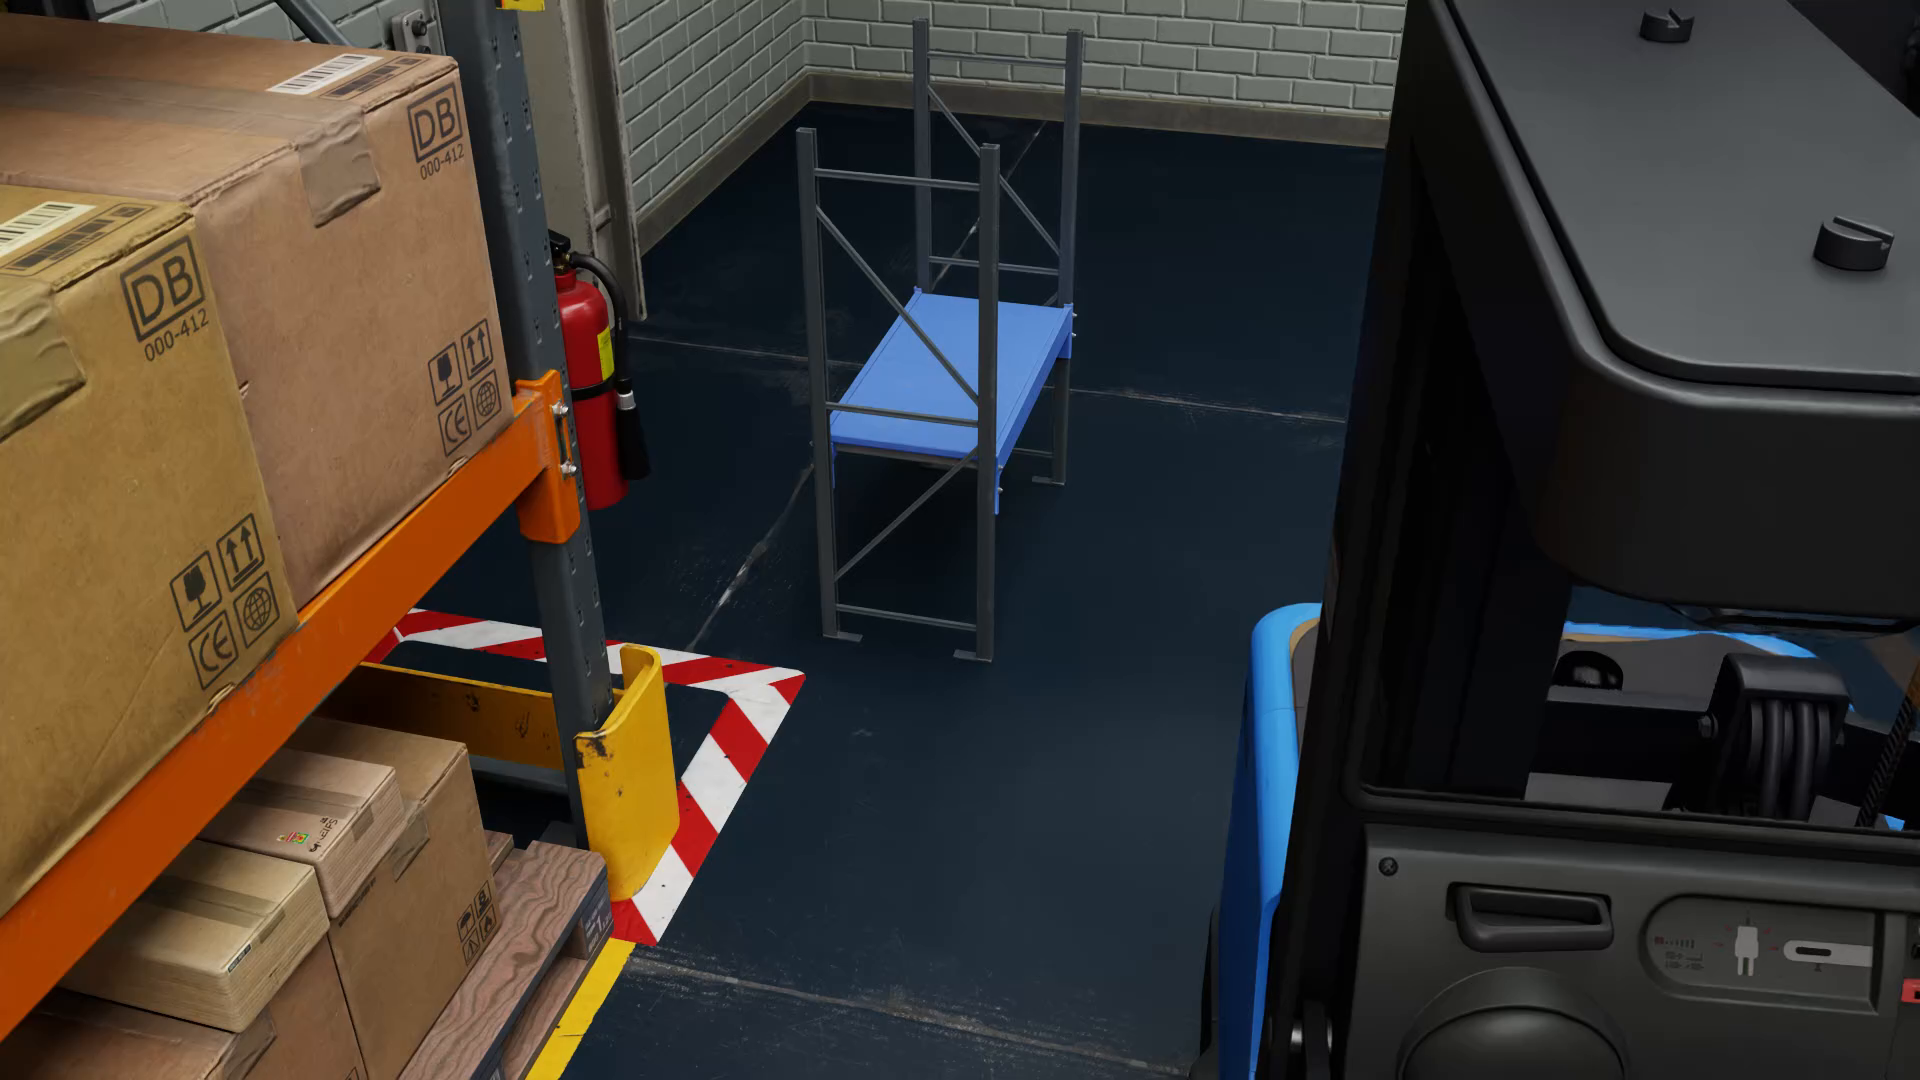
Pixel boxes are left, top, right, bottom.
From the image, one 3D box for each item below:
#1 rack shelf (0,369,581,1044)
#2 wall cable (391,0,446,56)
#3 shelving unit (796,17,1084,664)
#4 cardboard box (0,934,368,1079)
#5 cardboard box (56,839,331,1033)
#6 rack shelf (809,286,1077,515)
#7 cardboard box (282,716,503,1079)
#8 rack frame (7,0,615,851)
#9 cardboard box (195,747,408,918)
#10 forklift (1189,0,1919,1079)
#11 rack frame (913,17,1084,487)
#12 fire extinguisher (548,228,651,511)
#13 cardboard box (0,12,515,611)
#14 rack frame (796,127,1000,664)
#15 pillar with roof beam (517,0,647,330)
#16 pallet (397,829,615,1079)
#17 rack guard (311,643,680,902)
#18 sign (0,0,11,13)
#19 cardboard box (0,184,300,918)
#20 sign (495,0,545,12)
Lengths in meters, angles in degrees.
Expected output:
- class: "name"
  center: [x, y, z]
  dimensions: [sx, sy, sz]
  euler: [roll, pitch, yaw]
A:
- class: "rack shelf"
  center: [-1.805, 0.779, 1.899]
  dimensions: [1.077, 0.370, 4.000]
  euler: [8, 33, 12]
- class: "wall cable"
  center: [-1.888, -1.784, 4.314]
  dimensions: [0.084, 1.984, 1.851]
  euler: [8, 33, 12]
- class: "shelving unit"
  center: [-0.022, -0.589, 4.778]
  dimensions: [0.538, 1.500, 1.048]
  euler: [8, 33, 12]
- class: "cardboard box"
  center: [-1.506, 0.952, 2.895]
  dimensions: [0.700, 0.500, 0.500]
  euler: [8, 33, 12]
- class: "cardboard box"
  center: [-1.299, 0.643, 2.777]
  dimensions: [0.380, 0.149, 0.250]
  euler: [9, 34, 14]
- class: "rack shelf"
  center: [-0.022, -0.437, 4.875]
  dimensions: [0.538, 0.185, 1.000]
  euler: [8, 33, 12]
- class: "cardboard box"
  center: [-1.379, 0.692, 3.304]
  dimensions: [0.700, 0.500, 0.500]
  euler: [8, 33, 12]
- class: "rack frame"
  center: [-1.298, -0.562, 3.339]
  dimensions: [1.000, 3.000, 0.127]
  euler: [8, 33, 12]
- class: "cardboard box"
  center: [-1.235, 0.510, 2.986]
  dimensions: [0.380, 0.149, 0.250]
  euler: [8, 33, 12]
- class: "forklift"
  center: [0.867, 0.592, 1.586]
  dimensions: [1.130, 2.935, 3.031]
  euler: [4, 33, 6]
- class: "rack frame"
  center: [0.107, -0.852, 5.193]
  dimensions: [0.500, 1.500, 0.032]
  euler: [8, 33, 12]
- class: "fire extinguisher"
  center: [-0.813, -0.388, 3.484]
  dimensions: [0.296, 0.674, 0.183]
  euler: [8, 33, 12]
- class: "cardboard box"
  center: [-1.418, -0.423, 2.840]
  dimensions: [0.980, 0.700, 0.700]
  euler: [10, 34, 15]
- class: "rack frame"
  center: [-0.151, -0.325, 4.363]
  dimensions: [0.500, 1.500, 0.032]
  euler: [8, 33, 12]
- class: "pillar with roof beam"
  center: [2.715, -4.027, 3.196]
  dimensions: [9.100, 9.000, 0.400]
  euler: [8, 33, 12]
- class: "pallet"
  center: [-1.425, 1.040, 3.417]
  dimensions: [1.003, 0.211, 1.213]
  euler: [8, 33, 12]
- class: "rack guard"
  center: [-1.292, 0.480, 4.029]
  dimensions: [1.175, 0.500, 0.348]
  euler: [8, 33, 12]
- class: "sign"
  center: [-1.833, -1.040, 3.209]
  dimensions: [0.100, 0.325, 0.005]
  euler: [8, 33, 12]
- class: "cardboard box"
  center: [-1.591, -0.044, 2.243]
  dimensions: [0.980, 0.700, 0.700]
  euler: [8, 33, 12]
- class: "sign"
  center: [-0.776, -1.070, 2.837]
  dimensions: [0.100, 0.325, 0.005]
  euler: [8, 33, 12]
